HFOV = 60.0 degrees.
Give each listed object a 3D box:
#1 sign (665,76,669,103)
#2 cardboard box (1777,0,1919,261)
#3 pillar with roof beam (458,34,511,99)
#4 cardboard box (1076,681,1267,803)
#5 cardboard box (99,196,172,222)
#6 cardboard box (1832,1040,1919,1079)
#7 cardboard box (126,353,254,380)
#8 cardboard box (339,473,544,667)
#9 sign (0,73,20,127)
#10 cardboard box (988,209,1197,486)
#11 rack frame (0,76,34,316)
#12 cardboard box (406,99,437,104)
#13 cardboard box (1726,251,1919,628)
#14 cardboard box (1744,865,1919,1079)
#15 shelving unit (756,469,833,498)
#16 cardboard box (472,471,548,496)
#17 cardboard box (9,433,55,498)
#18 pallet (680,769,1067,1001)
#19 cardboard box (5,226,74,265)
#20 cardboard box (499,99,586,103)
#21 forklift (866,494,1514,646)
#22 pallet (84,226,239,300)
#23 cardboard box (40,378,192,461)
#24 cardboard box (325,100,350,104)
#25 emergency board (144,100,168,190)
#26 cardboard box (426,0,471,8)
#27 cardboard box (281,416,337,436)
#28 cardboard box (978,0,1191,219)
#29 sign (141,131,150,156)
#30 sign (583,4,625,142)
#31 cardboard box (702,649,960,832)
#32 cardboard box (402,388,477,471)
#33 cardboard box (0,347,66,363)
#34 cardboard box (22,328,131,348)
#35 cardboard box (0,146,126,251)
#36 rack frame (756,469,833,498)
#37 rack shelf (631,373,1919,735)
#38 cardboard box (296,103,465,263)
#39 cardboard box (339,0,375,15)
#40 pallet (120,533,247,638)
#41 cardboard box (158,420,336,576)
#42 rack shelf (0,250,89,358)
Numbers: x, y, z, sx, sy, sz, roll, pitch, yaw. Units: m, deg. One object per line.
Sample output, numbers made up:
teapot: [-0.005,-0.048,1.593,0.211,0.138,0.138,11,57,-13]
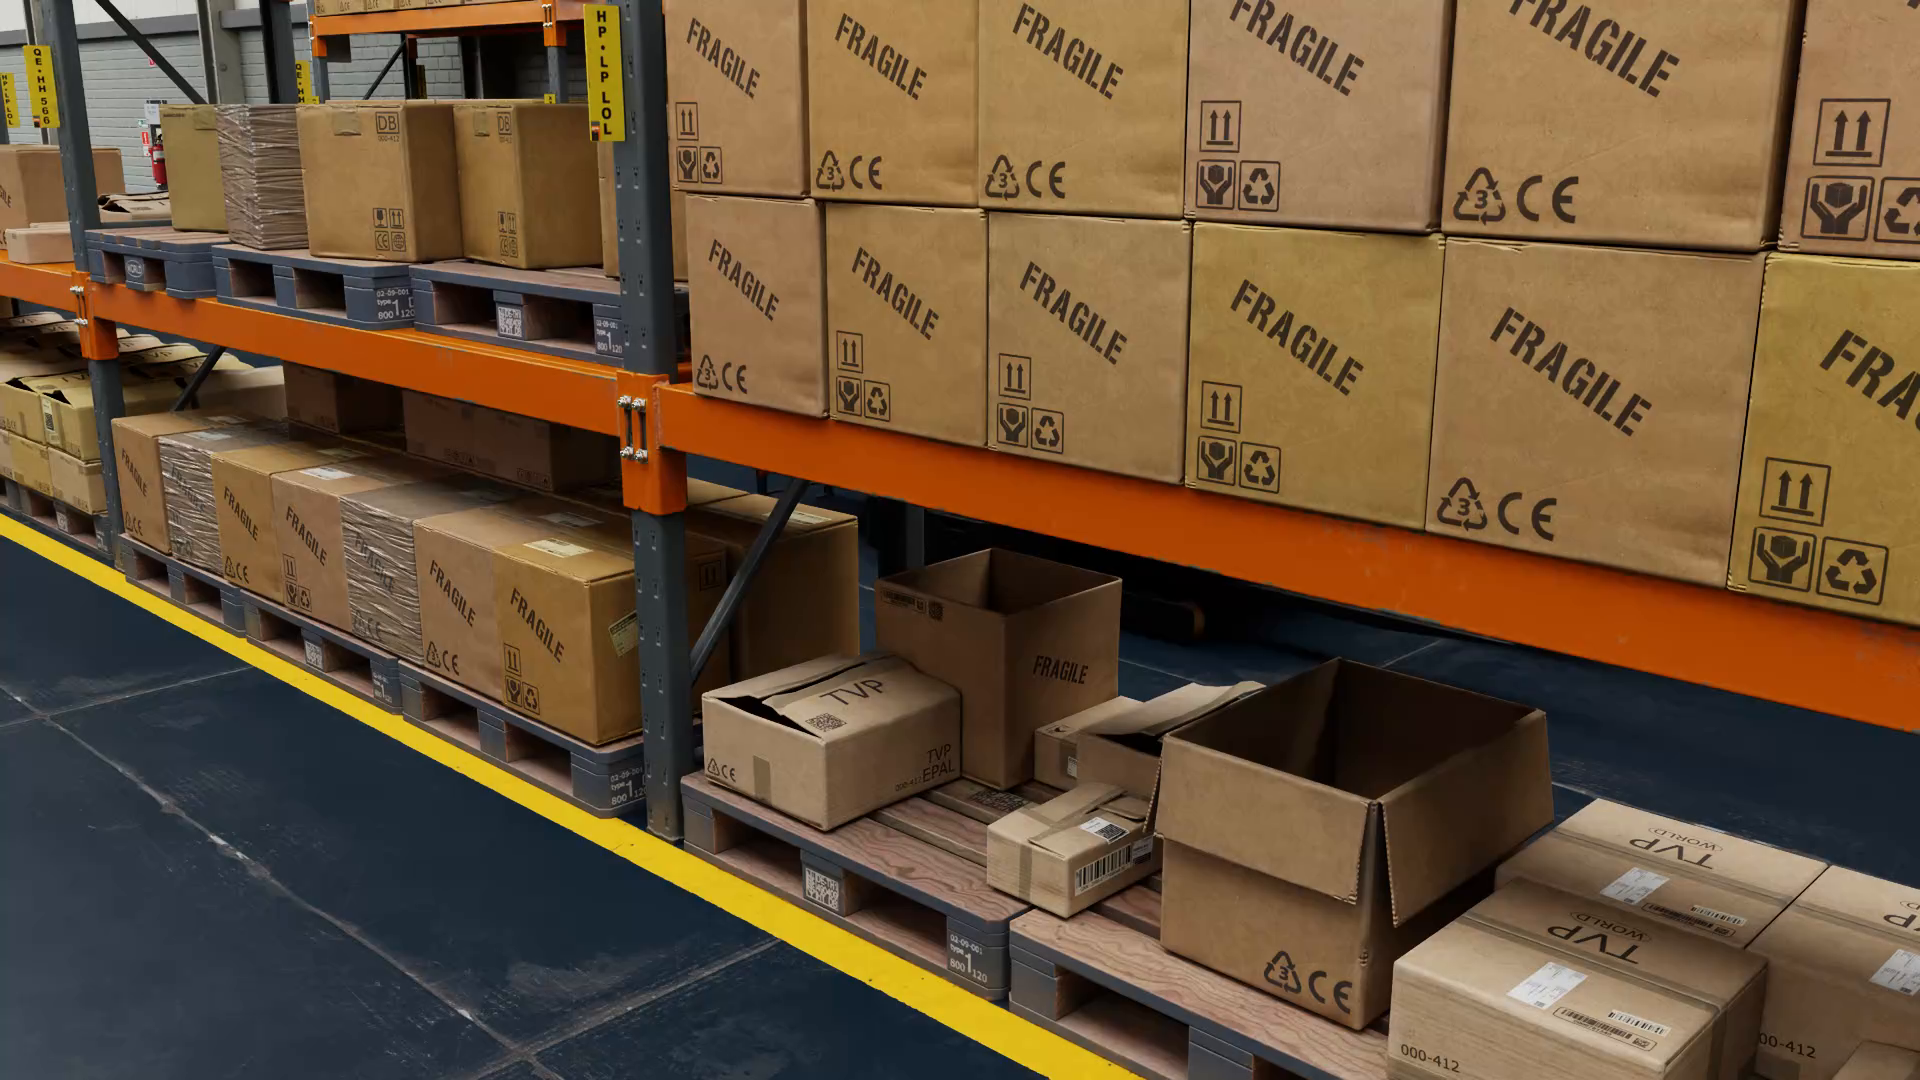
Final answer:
sign: [-2.440,-3.660,13.732,0.005,0.325,0.100,14,20,42]
cardboard box: [1.504,-0.646,2.283,0.500,0.500,0.500,-14,20,-43]
pillar with roof beam: [-7.586,-5.854,12.552,0.400,9.000,9.100,14,20,42]
cardboard box: [0.647,0.570,4.257,0.500,0.311,0.500,14,20,42]
cardboard box: [-3.611,-1.426,7.634,0.500,0.311,0.500,-13,19,-41]
cardboard box: [1.589,1.023,2.805,0.250,0.166,0.380,14,20,42]
cardboard box: [-3.936,-0.777,8.475,0.500,0.311,0.500,13,19,41]
cardboard box: [-1.764,0.089,5.728,0.500,0.500,0.500,14,20,43]
sign: [-5.889,-2.720,10.284,0.005,0.325,0.100,14,20,42]
cardboard box: [0.408,-0.431,3.438,0.500,0.500,0.500,14,20,42]
rack frame: [-6.259,-2.098,10.035,0.127,3.000,1.000,14,20,42]
cardboard box: [-4.471,-3.592,14.538,0.500,0.500,0.500,-14,20,-42]
cardboard box: [1.493,-0.165,2.420,0.500,0.500,0.500,14,20,43]
cardboard box: [1.826,0.886,3.165,0.500,0.250,0.500,14,20,42]
shelving unit: [-0.486,-0.657,8.224,1.048,1.125,0.538,13,20,41]
cardboard box: [-1.425,-0.010,6.108,0.500,0.500,0.500,14,20,43]
cardboard box: [-4.301,-0.408,8.169,0.500,0.250,0.500,13,20,42]
pallet: [-0.006,0.772,4.551,1.213,0.211,1.003,14,20,42]
cardboard box: [-4.218,-1.384,7.792,0.250,0.149,0.380,14,20,42]
cardboard box: [-3.378,-3.324,13.512,0.500,0.500,0.500,14,20,42]
forklift: [0.997,-1.168,6.603,3.031,2.935,1.130,13,20,41]
pallet: [-2.842,-1.199,6.966,1.003,0.211,1.213,14,20,42]
cardboard box: [-3.927,-0.589,7.752,0.500,0.311,0.500,-14,20,-43]
cardboard box: [-5.567,-3.860,15.567,0.500,0.500,0.500,14,20,42]
emergency board: [-10.670,-5.222,22.024,0.643,1.169,0.194,14,20,42]
cardboard box: [-4.138,-4.732,13.957,0.500,0.500,0.500,13,19,40]
cardboard box: [-2.543,-0.280,7.144,0.500,0.500,0.500,-14,20,-42]
cardboard box: [0.386,-0.916,3.319,0.500,0.500,0.500,13,19,41]
sign: [-10.996,-5.355,22.463,0.234,0.329,0.001,14,20,42]
sign: [-0.882,-1.157,4.127,0.005,0.325,0.100,14,20,42]
cardboard box: [-0.347,0.503,4.513,0.500,0.311,0.500,14,20,42]
cardboard box: [-1.760,-0.456,6.330,0.500,0.250,0.500,13,20,41]
cardboard box: [-5.026,-0.856,8.775,0.500,0.311,0.500,-14,20,-43]
cardboard box: [-5.032,-1.046,9.504,0.500,0.311,0.500,14,20,42]
cardboard box: [-4.598,-1.737,8.452,0.500,0.500,0.500,12,19,39]
rack frame: [-0.858,-0.745,8.560,0.032,1.125,0.500,13,20,41]
rack shelf: [0.940,0.000,3.409,4.000,0.370,1.077,14,20,42]
cardboard box: [-1.814,-1.248,5.740,0.500,0.500,0.700,8,17,28]
cardboard box: [-5.273,-5.003,14.998,0.500,0.500,0.500,-13,19,-41]
pallet: [-2.868,0.089,7.172,1.213,0.211,1.003,14,20,42]
cardboard box: [-2.869,-0.179,6.756,0.500,0.500,0.500,13,19,40]
rack shelf: [-4.819,-1.400,8.783,4.000,0.370,1.077,14,20,42]
